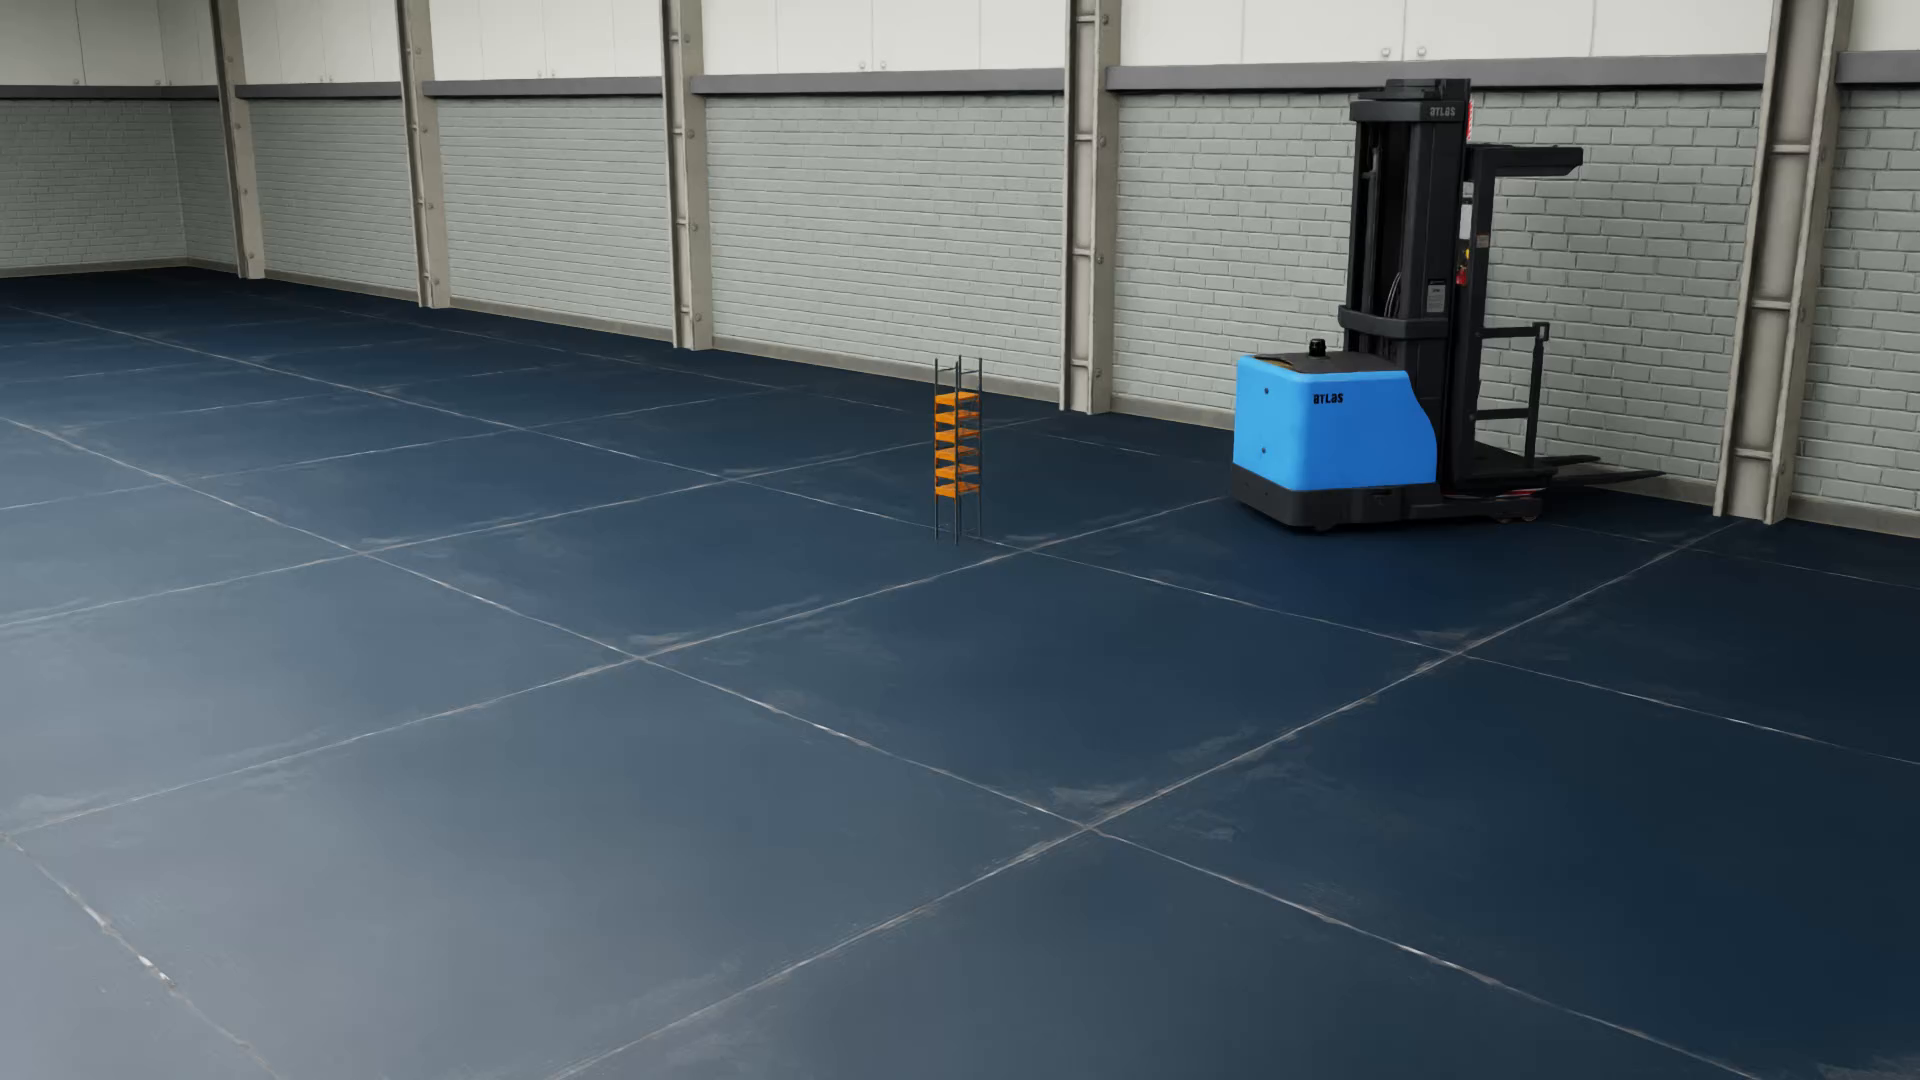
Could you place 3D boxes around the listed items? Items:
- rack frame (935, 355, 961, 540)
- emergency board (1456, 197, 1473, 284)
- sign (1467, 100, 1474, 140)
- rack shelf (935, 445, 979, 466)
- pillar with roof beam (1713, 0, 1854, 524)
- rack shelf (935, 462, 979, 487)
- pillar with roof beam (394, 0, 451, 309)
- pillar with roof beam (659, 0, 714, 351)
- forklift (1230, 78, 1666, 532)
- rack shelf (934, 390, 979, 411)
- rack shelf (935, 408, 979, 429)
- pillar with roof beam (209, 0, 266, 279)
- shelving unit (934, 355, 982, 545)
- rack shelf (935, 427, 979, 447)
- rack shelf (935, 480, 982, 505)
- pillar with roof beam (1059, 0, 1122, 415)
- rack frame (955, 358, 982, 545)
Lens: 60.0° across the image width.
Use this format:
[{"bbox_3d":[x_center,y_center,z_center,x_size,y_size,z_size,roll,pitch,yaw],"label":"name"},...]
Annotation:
[{"bbox_3d":[-0.076,-0.599,10.852,0.006,1.200,0.240,14,20,42],"label":"rack frame"},{"bbox_3d":[3.746,-2.058,12.882,0.643,1.169,0.194,14,20,42],"label":"emergency board"},{"bbox_3d":[3.809,-3.199,12.664,0.199,0.298,0.001,14,20,42],"label":"sign"},{"bbox_3d":[-0.010,-0.540,10.802,0.180,0.103,0.258,14,20,42],"label":"rack shelf"},{"bbox_3d":[2.510,-3.740,7.440,0.400,9.000,9.100,14,20,42],"label":"pillar with roof beam"},{"bbox_3d":[-0.010,-0.424,10.832,0.180,0.103,0.258,14,20,42],"label":"rack shelf"},{"bbox_3d":[-10.448,-6.890,19.530,0.400,9.000,9.100,14,20,42],"label":"pillar with roof beam"},{"bbox_3d":[-6.128,-5.840,15.500,0.400,9.000,9.100,14,20,42],"label":"pillar with roof beam"},{"bbox_3d":[3.502,-1.660,11.490,3.031,2.935,1.130,-4,15,-15],"label":"forklift"},{"bbox_3d":[-0.010,-0.889,10.711,0.180,0.103,0.258,14,20,42],"label":"rack shelf"},{"bbox_3d":[-0.010,-0.772,10.741,0.180,0.103,0.258,14,20,42],"label":"rack shelf"},{"bbox_3d":[-14.767,-7.941,23.560,0.400,9.000,9.100,14,20,42],"label":"pillar with roof beam"},{"bbox_3d":[-0.010,-0.583,10.791,0.189,1.200,0.258,14,20,42],"label":"shelving unit"},{"bbox_3d":[-0.010,-0.656,10.771,0.180,0.103,0.258,14,20,42],"label":"rack shelf"},{"bbox_3d":[-0.010,-0.308,10.862,0.180,0.103,0.258,14,20,42],"label":"rack shelf"},{"bbox_3d":[-1.809,-4.790,11.470,0.400,9.000,9.100,14,20,42],"label":"pillar with roof beam"},{"bbox_3d":[0.055,-0.567,10.729,0.006,1.200,0.240,14,20,42],"label":"rack frame"}]
